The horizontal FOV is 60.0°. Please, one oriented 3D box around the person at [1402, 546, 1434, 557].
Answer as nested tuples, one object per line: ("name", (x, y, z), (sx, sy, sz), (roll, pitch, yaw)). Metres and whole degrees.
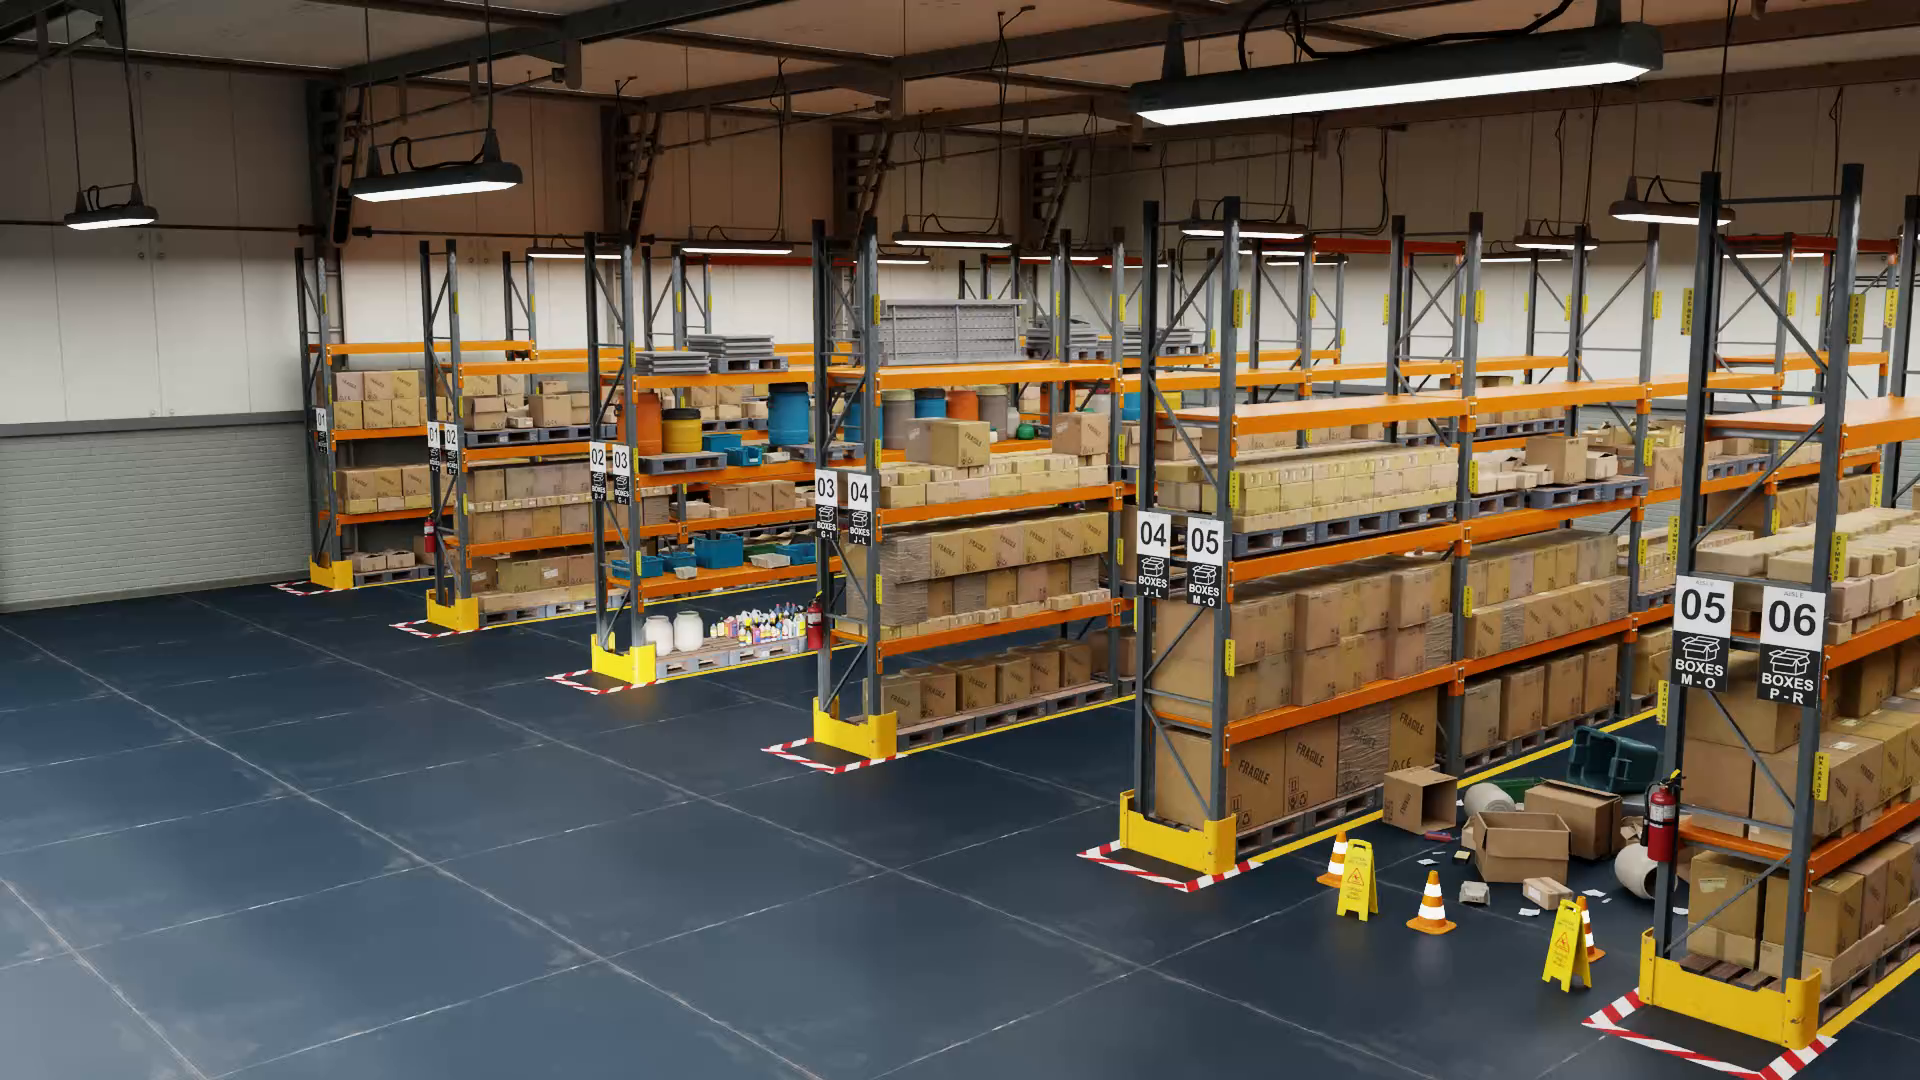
("person", (6.488, 0.832, 23.573), (0.697, 1.831, 0.966), (8, 12, 44))
